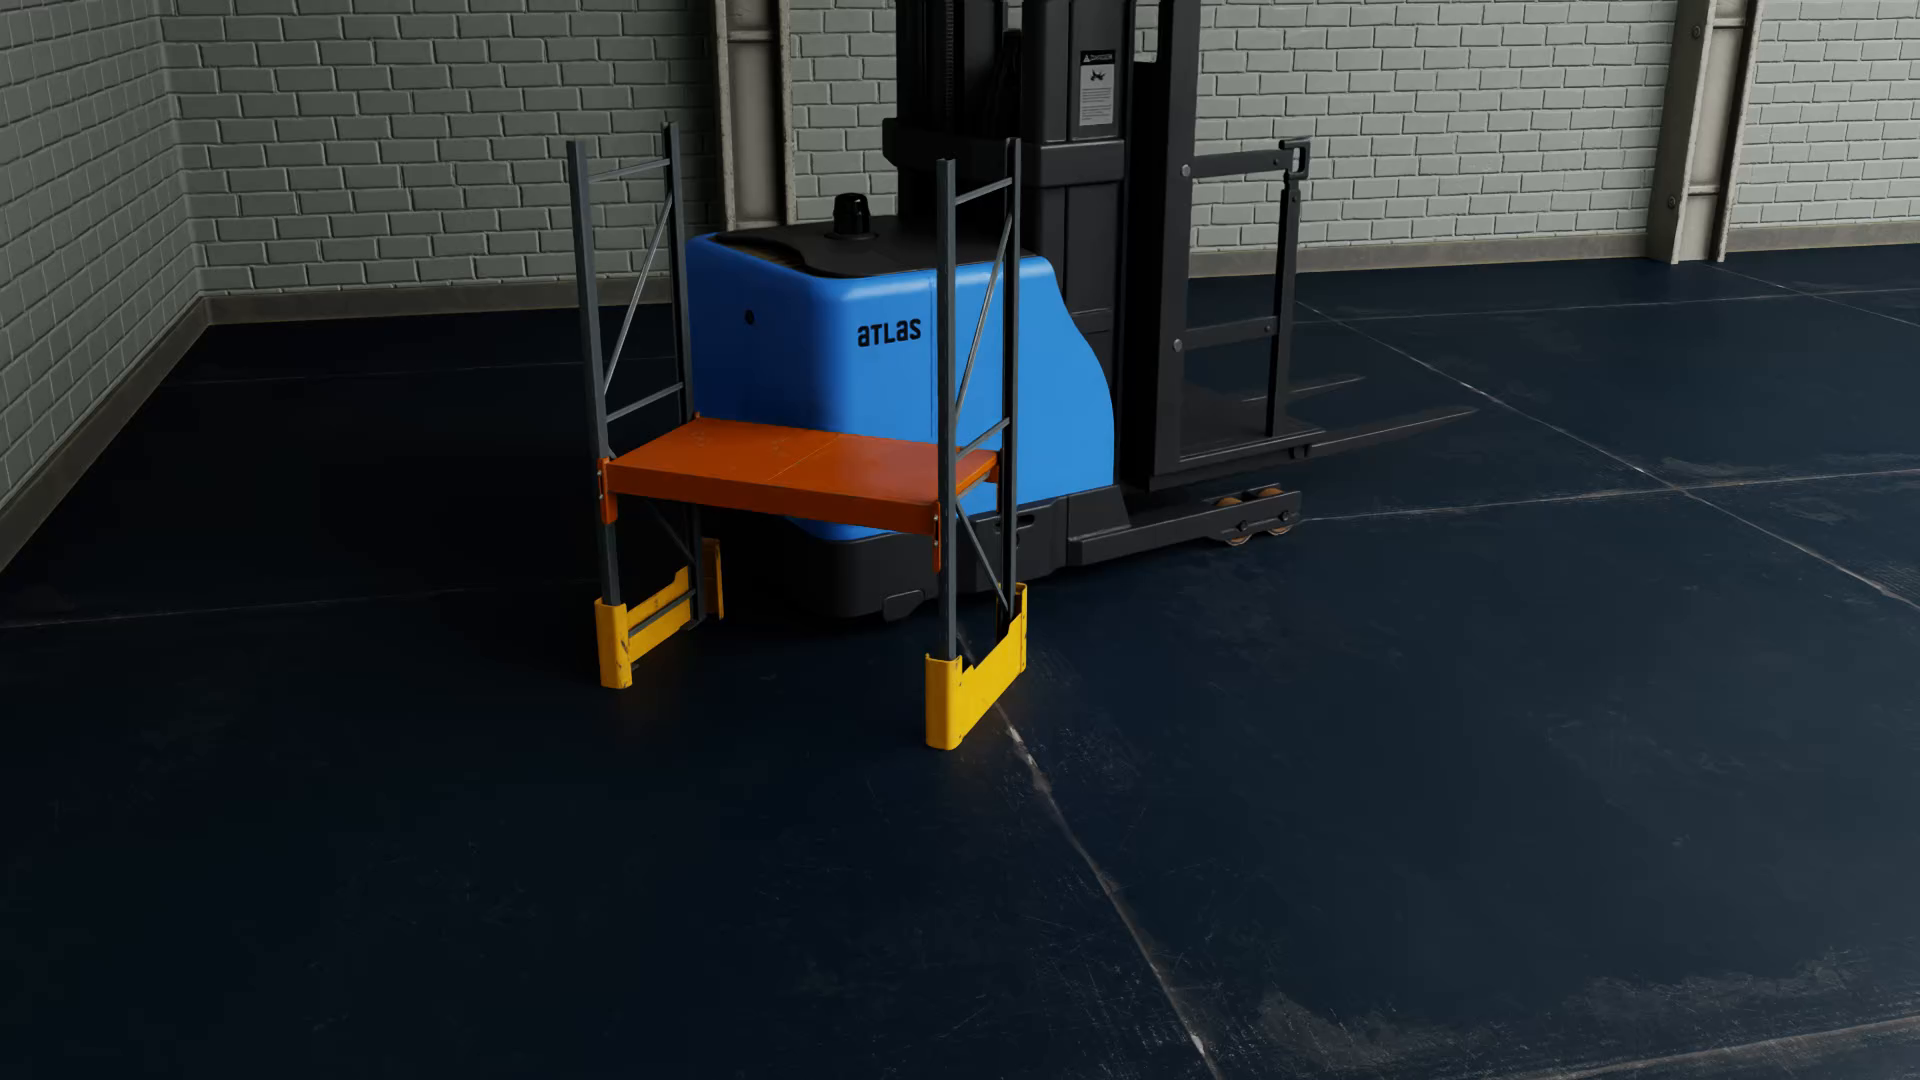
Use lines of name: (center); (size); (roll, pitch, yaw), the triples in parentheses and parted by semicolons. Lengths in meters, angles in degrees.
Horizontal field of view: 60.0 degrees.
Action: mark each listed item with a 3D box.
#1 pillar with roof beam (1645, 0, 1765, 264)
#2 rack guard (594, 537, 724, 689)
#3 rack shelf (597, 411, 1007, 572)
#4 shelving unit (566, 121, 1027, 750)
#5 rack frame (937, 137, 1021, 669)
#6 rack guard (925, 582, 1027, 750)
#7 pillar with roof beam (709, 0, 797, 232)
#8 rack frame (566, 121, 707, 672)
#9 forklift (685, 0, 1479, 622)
pillar with roof beam: (5.692, -4.616, 5.334); (0.400, 9.000, 9.100); (-5, 21, -12)
rack guard: (-0.875, 0.205, 4.891); (0.087, 0.250, 0.587); (8, 22, 20)
rack shelf: (-0.421, -0.150, 4.568); (1.000, 0.185, 0.538); (8, 22, 20)
shelving unit: (-0.412, -0.318, 4.503); (1.083, 1.500, 0.587); (8, 22, 20)
rack frame: (0.051, -0.254, 4.329); (0.032, 1.500, 0.500); (8, 22, 20)
rack guard: (0.050, 0.332, 4.544); (0.087, 0.250, 0.587); (8, 22, 20)
pillar with roof beam: (-0.147, -4.141, 4.037); (0.400, 9.000, 9.100); (-5, 21, -12)
rack frame: (-0.893, -0.384, 4.683); (0.032, 1.500, 0.500); (8, 22, 20)
forklift: (0.600, -1.495, 5.635); (3.031, 2.935, 1.130); (-13, 24, -31)
